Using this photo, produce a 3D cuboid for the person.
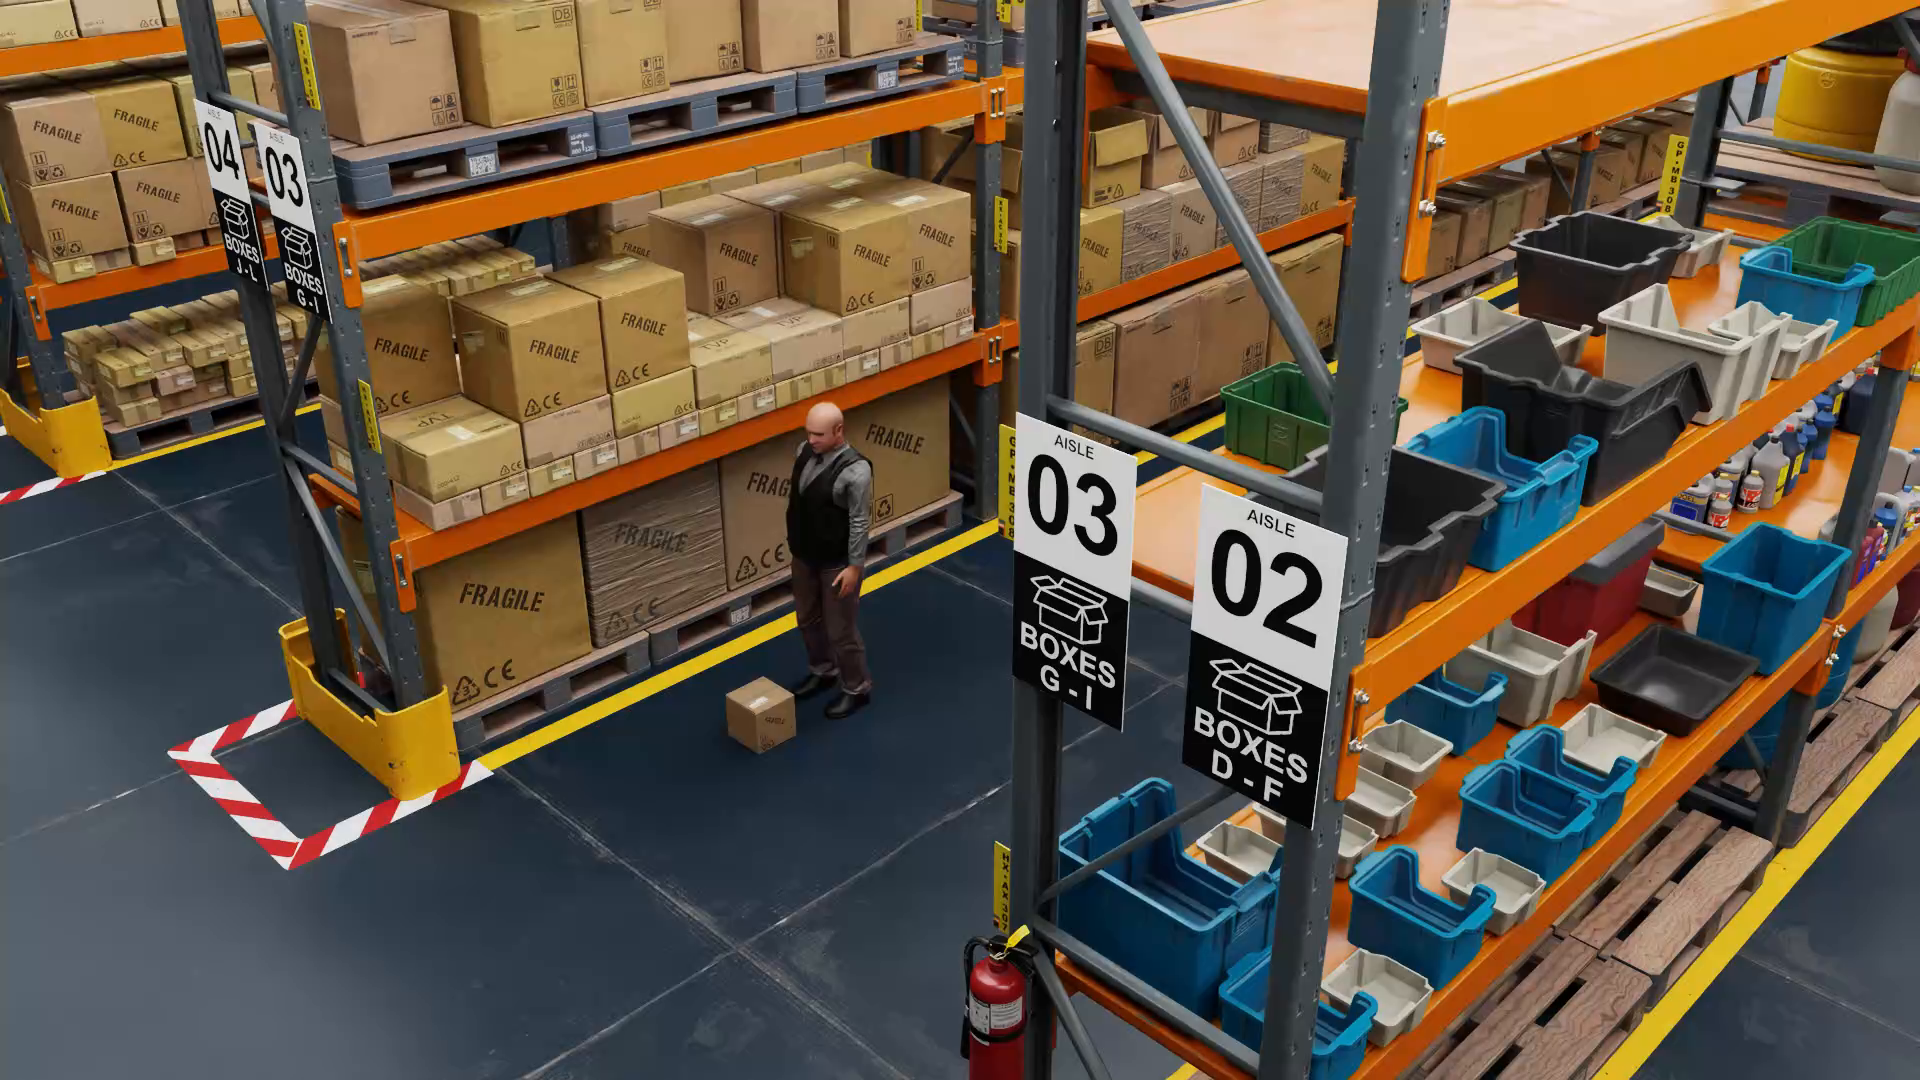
[{"bbox_3d":[-0.656,0.105,8.488,0.397,1.692,0.549,-24,36,-38],"label":"person"}]
